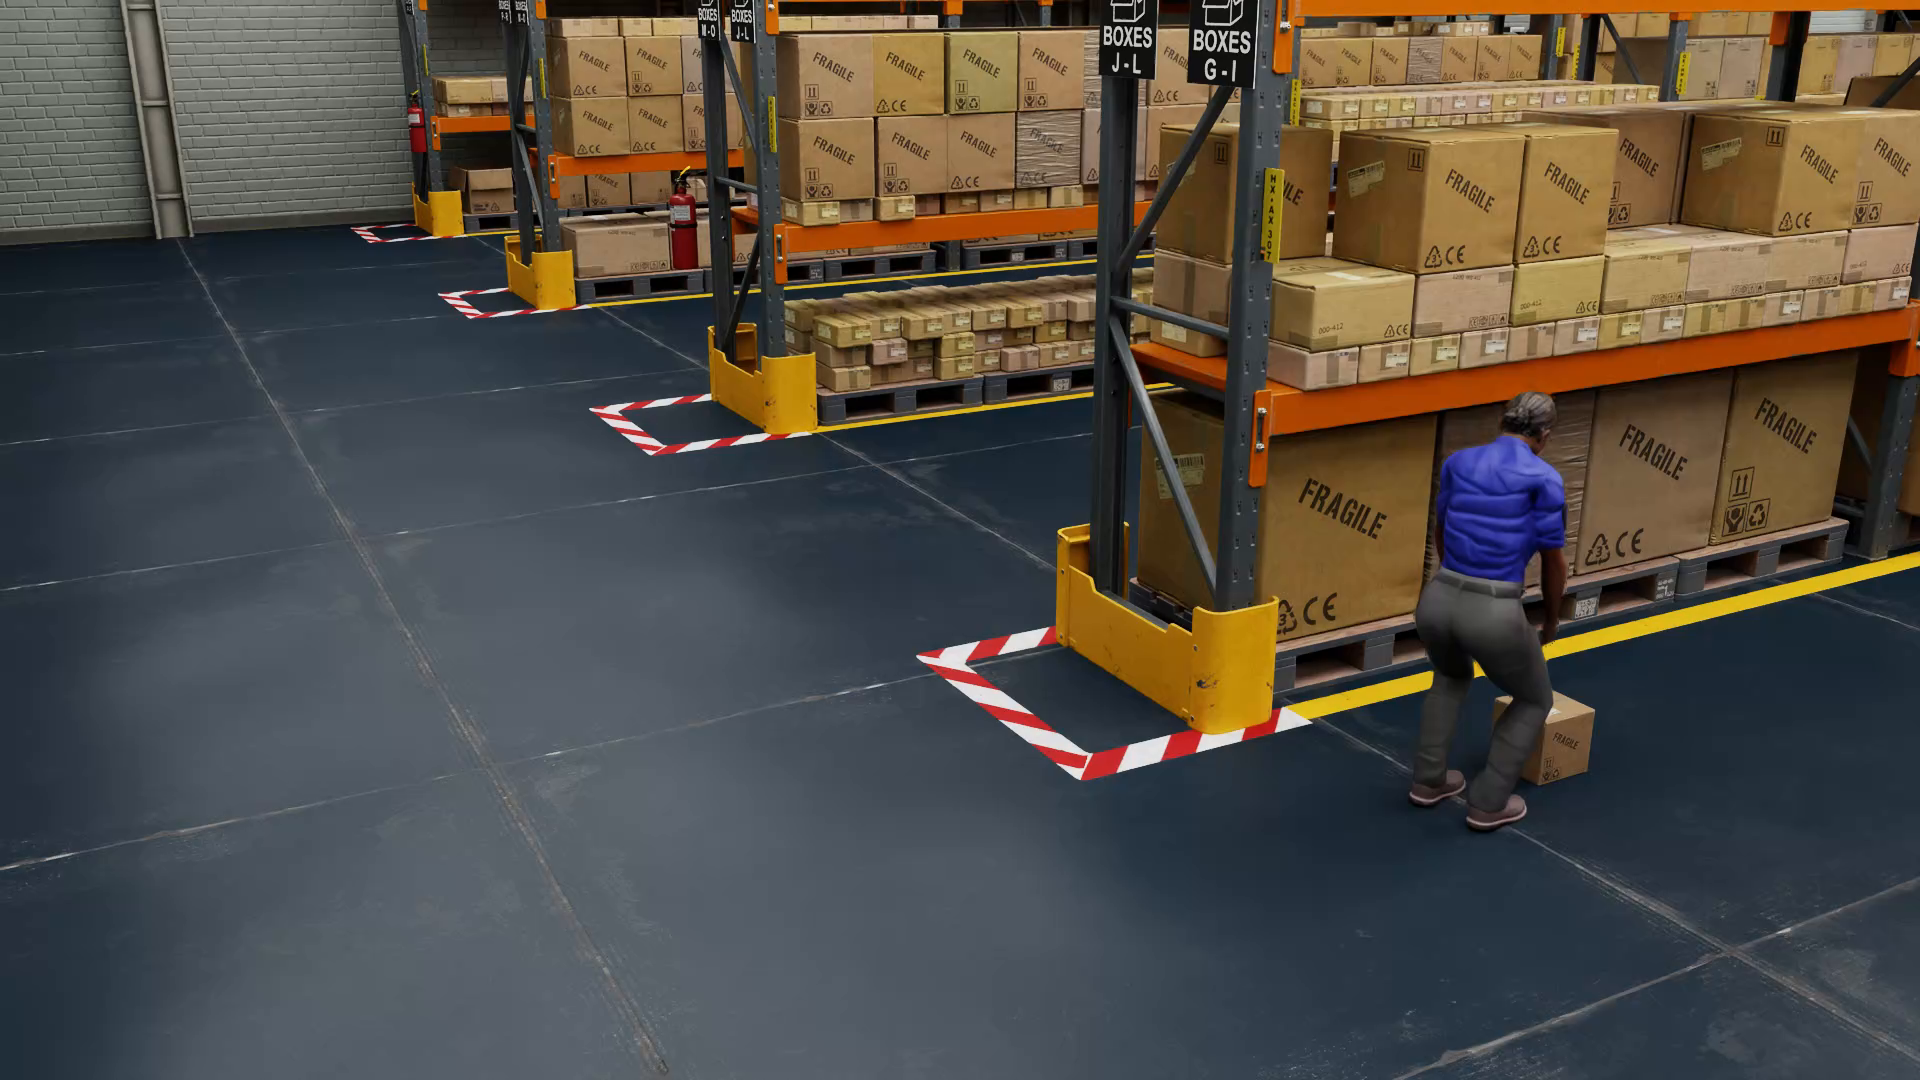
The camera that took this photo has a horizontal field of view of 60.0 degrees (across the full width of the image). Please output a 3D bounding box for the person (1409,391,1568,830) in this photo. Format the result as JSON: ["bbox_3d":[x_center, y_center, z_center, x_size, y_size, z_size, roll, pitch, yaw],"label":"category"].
[{"bbox_3d":[1.786,0.238,5.683,0.556,1.465,0.490,-16,24,-39],"label":"person"}]
